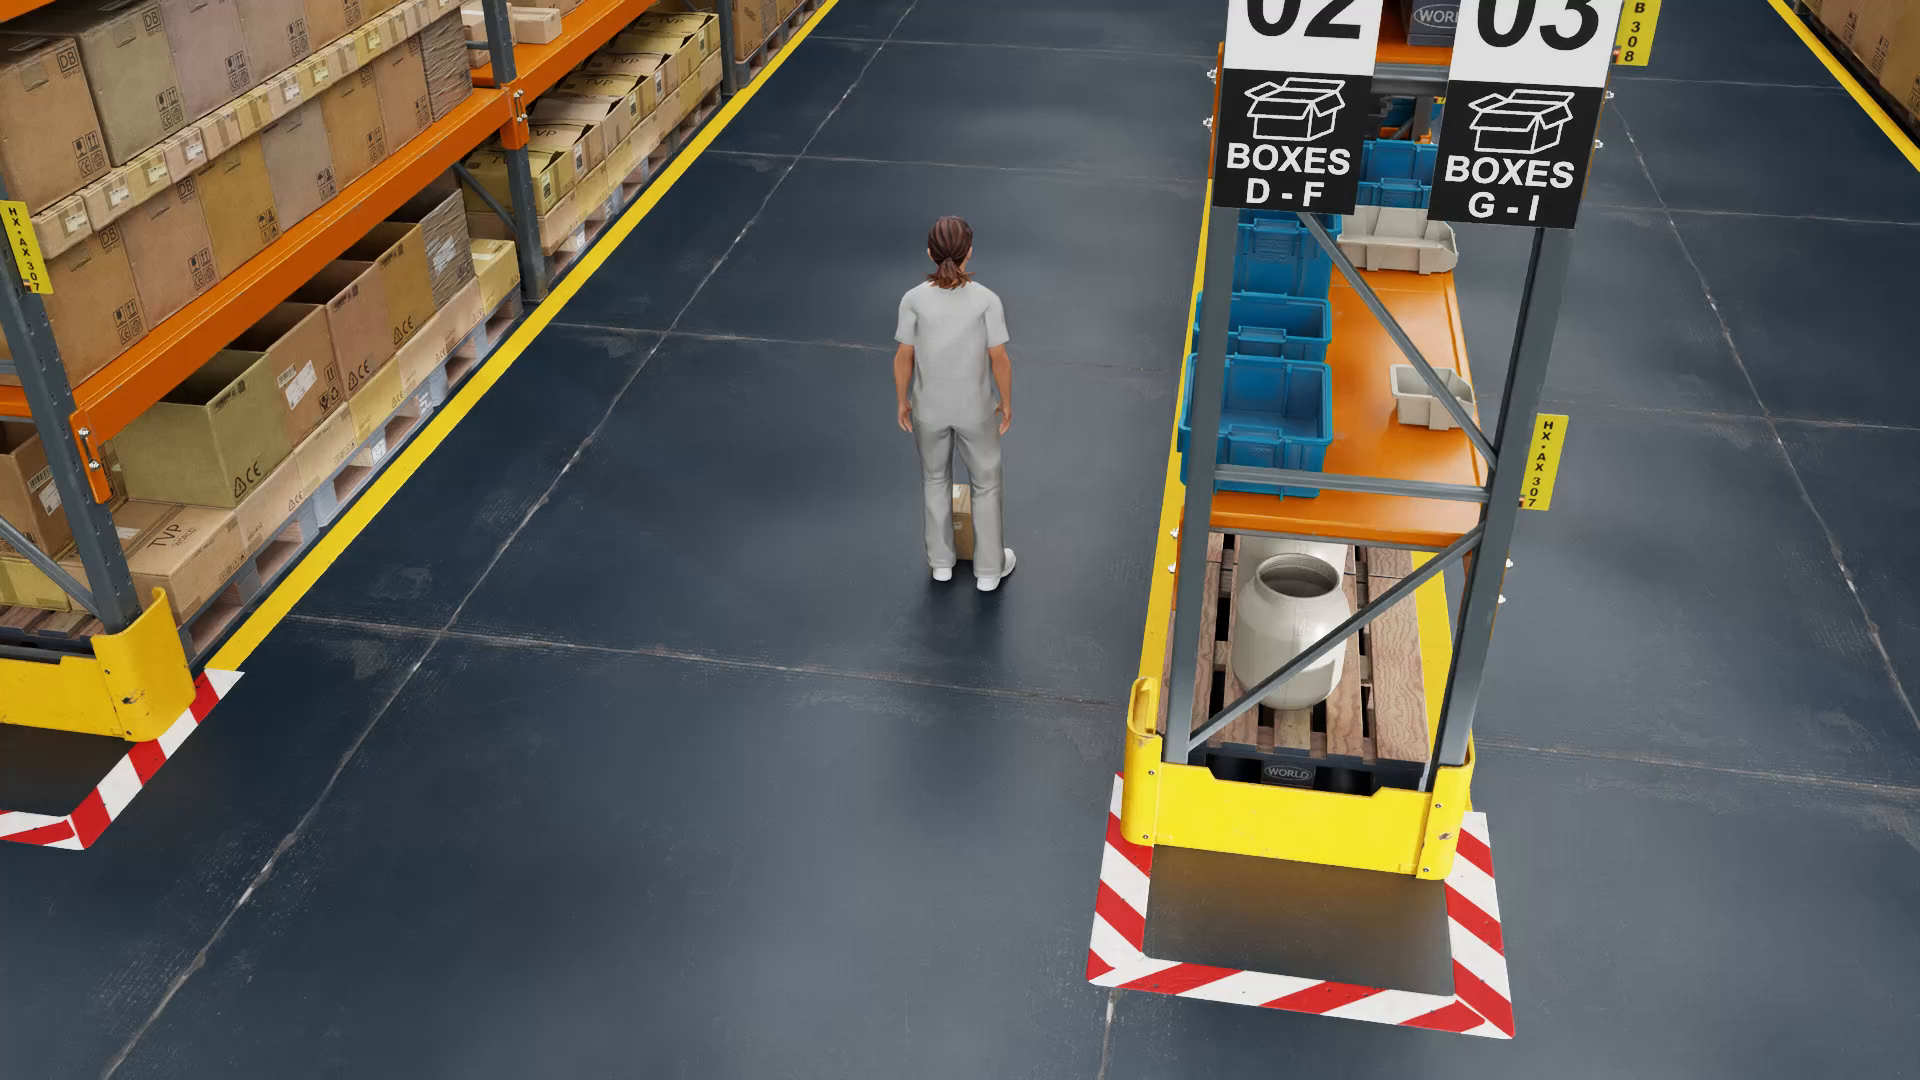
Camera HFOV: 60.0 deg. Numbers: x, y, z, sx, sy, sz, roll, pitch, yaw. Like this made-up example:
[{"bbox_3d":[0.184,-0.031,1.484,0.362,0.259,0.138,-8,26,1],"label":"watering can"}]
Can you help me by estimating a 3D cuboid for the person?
[{"bbox_3d":[-0.013,-0.565,7.026,0.514,1.671,0.413,3,33,5],"label":"person"}]
